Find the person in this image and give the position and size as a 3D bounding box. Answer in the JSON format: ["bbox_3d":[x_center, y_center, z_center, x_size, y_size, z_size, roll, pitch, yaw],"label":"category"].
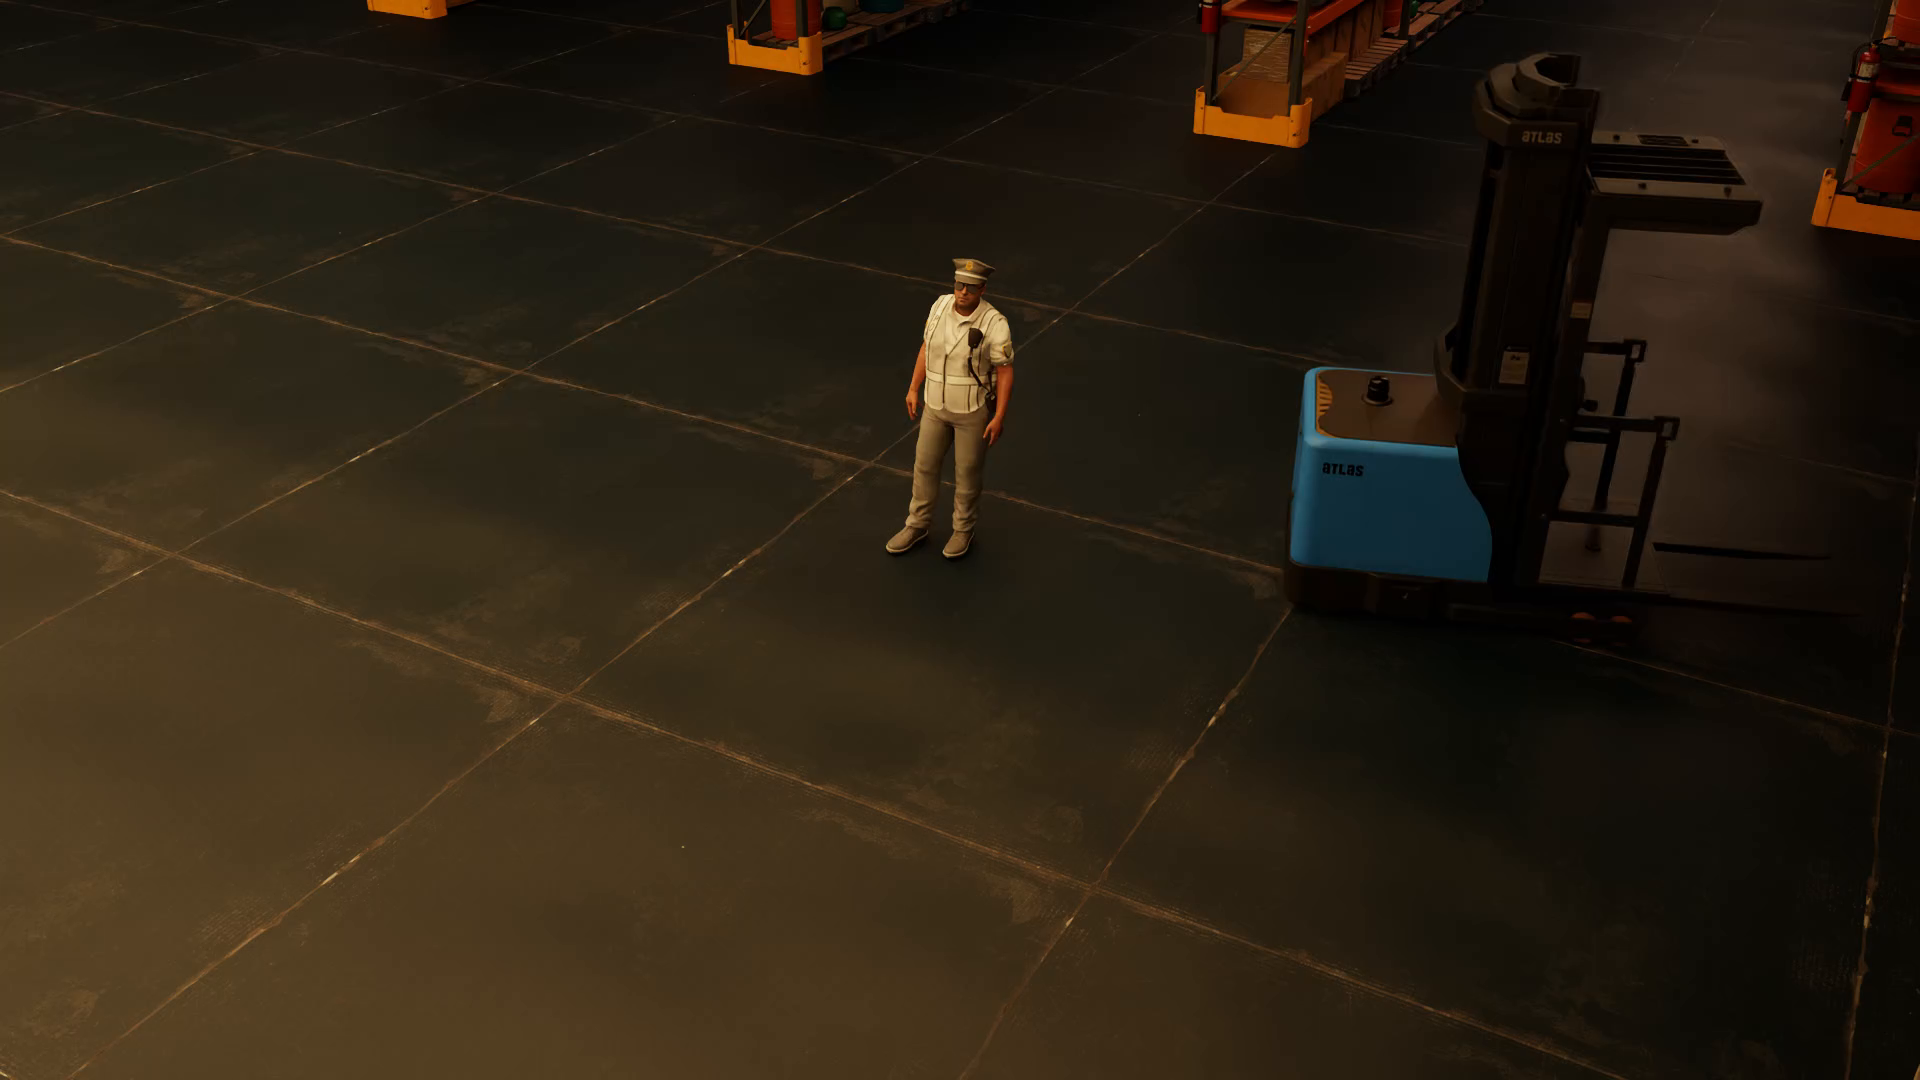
[{"bbox_3d":[-0.048,-0.747,9.500,0.640,1.781,0.575,15,33,25],"label":"person"}]

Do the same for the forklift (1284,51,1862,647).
[{"bbox_3d":[3.387,-0.980,8.770,3.031,2.935,1.130,5,30,9],"label":"forklift"}]
